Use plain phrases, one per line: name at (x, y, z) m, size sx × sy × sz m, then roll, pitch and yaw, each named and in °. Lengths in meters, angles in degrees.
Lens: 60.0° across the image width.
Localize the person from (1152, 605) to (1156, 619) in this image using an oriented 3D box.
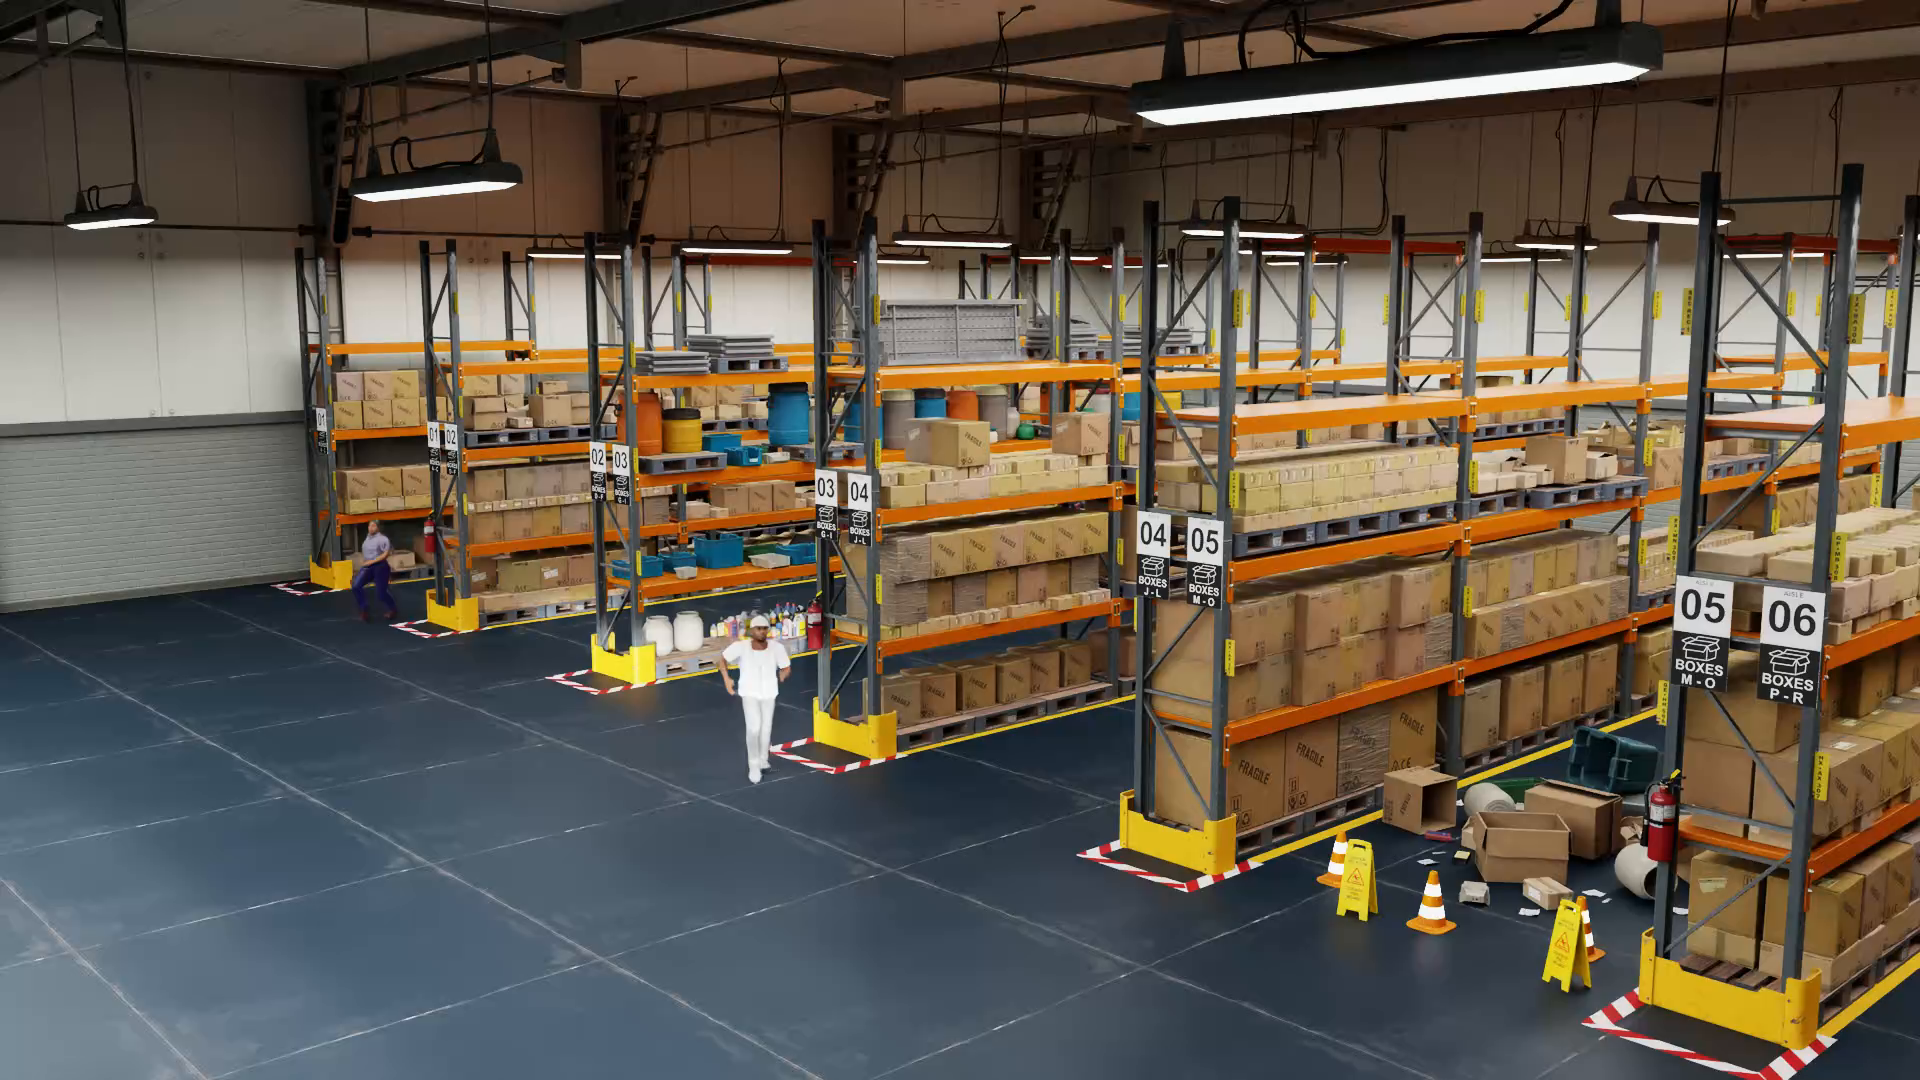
person at (3.078, 0.339, 25.077) m, size 0.630 × 1.899 × 0.712 m, roll 8°, pitch 12°, yaw 44°

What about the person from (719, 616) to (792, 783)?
person at (-2.167, 1.695, 17.847) m, size 0.732 × 1.796 × 0.799 m, roll -3°, pitch 9°, yaw -19°

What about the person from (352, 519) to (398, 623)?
person at (-9.317, 0.490, 26.529) m, size 0.614 × 1.676 × 0.677 m, roll 5°, pitch 10°, yaw 30°
